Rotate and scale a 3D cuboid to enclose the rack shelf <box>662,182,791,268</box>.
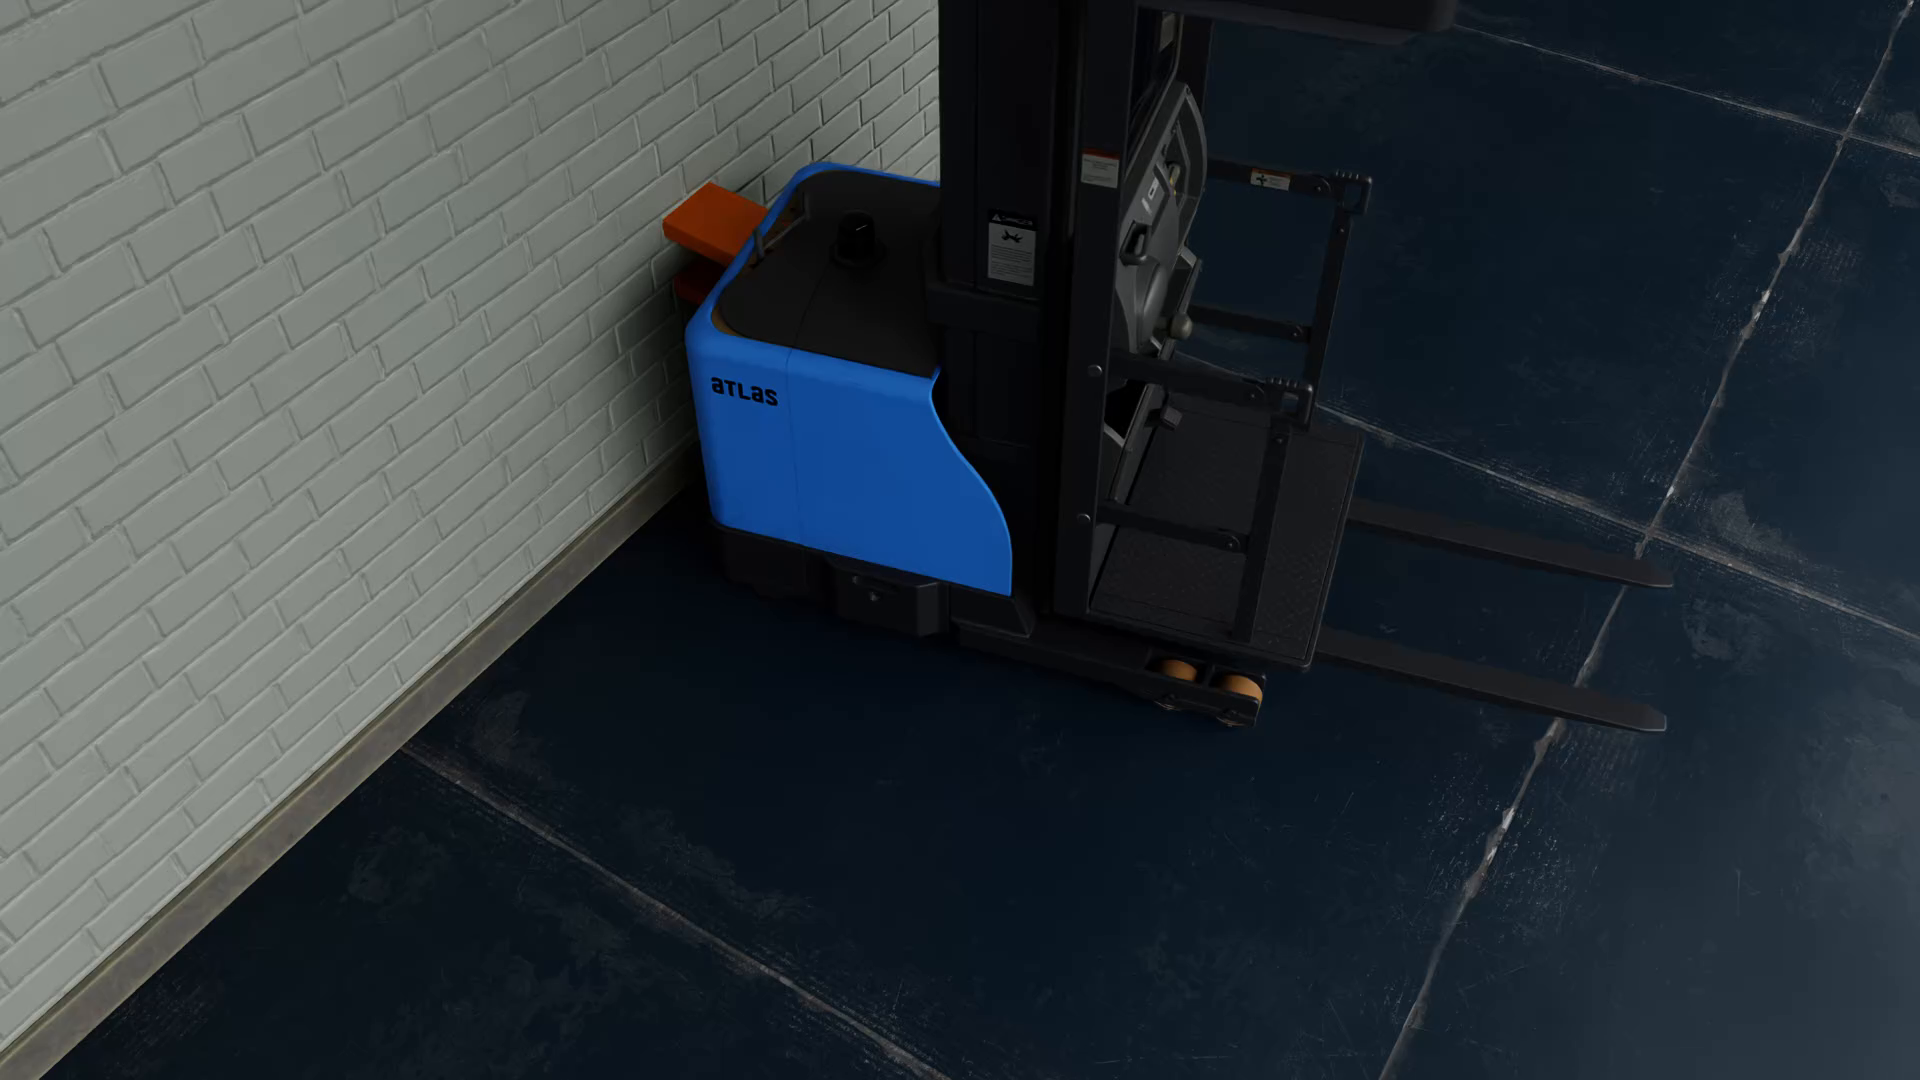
[{"bbox_3d":[-0.737,-0.968,5.301,0.480,0.148,0.258,28,55,24],"label":"rack shelf"}]

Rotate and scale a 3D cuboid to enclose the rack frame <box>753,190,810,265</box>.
[{"bbox_3d":[-0.534,-0.600,5.495,0.015,1.200,0.240,28,55,24],"label":"rack frame"}]

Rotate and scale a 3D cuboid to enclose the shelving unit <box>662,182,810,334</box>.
[{"bbox_3d":[-0.731,-0.706,5.594,0.503,1.200,0.258,28,55,24],"label":"shelving unit"}]

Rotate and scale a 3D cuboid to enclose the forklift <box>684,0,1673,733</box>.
[{"bbox_3d":[0.746,-0.874,4.556,3.031,2.935,1.130,13,47,13],"label":"forklift"}]

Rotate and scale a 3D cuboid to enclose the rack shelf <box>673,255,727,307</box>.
[{"bbox_3d":[-0.733,-0.811,5.477,0.480,0.148,0.258,28,55,24],"label":"rack shelf"}]

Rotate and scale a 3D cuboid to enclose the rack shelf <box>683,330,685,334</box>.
[{"bbox_3d":[-0.729,-0.662,5.644,0.480,0.148,0.258,28,55,24],"label":"rack shelf"}]
